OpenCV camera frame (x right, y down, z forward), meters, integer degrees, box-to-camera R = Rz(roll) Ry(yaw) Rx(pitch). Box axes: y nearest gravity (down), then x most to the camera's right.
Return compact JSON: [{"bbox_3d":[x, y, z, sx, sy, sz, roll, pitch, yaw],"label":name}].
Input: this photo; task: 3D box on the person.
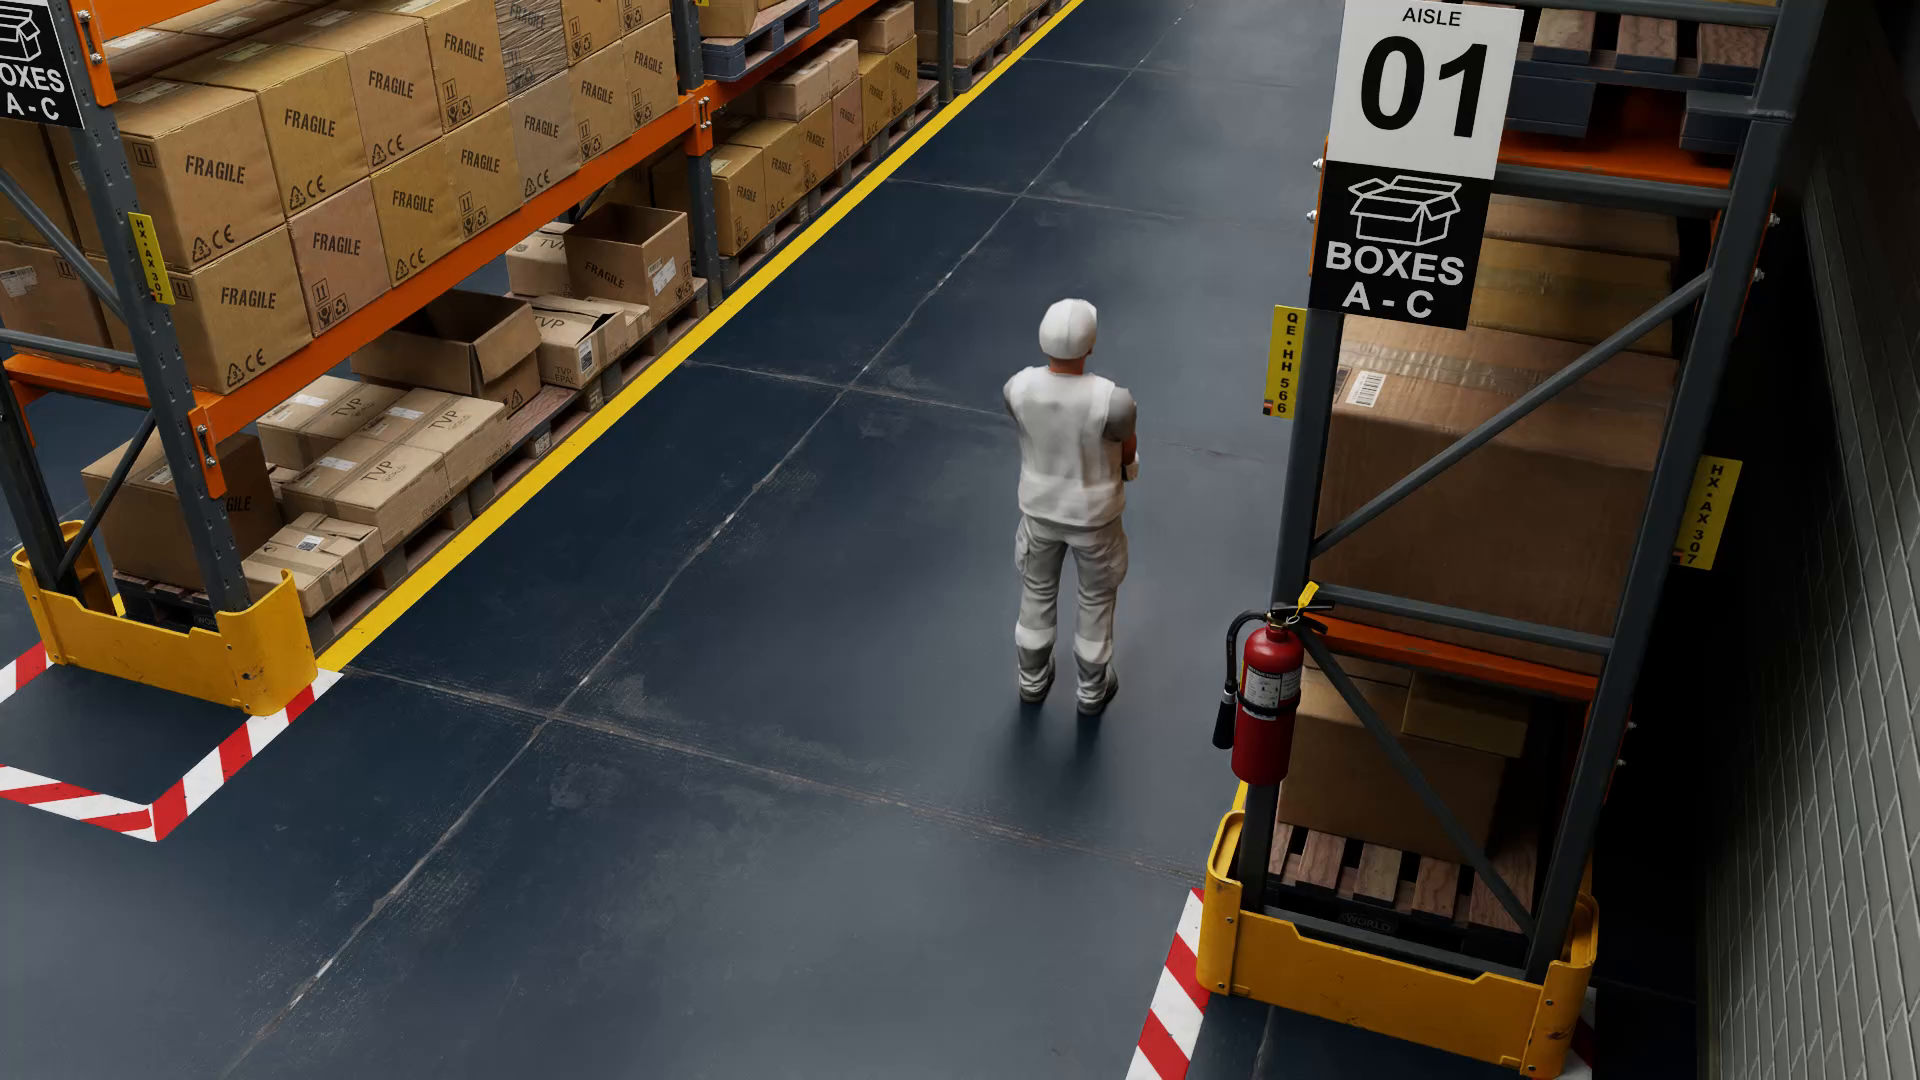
[{"bbox_3d":[0.443,-0.165,6.379,0.493,1.781,0.563,11,35,17],"label":"person"}]
